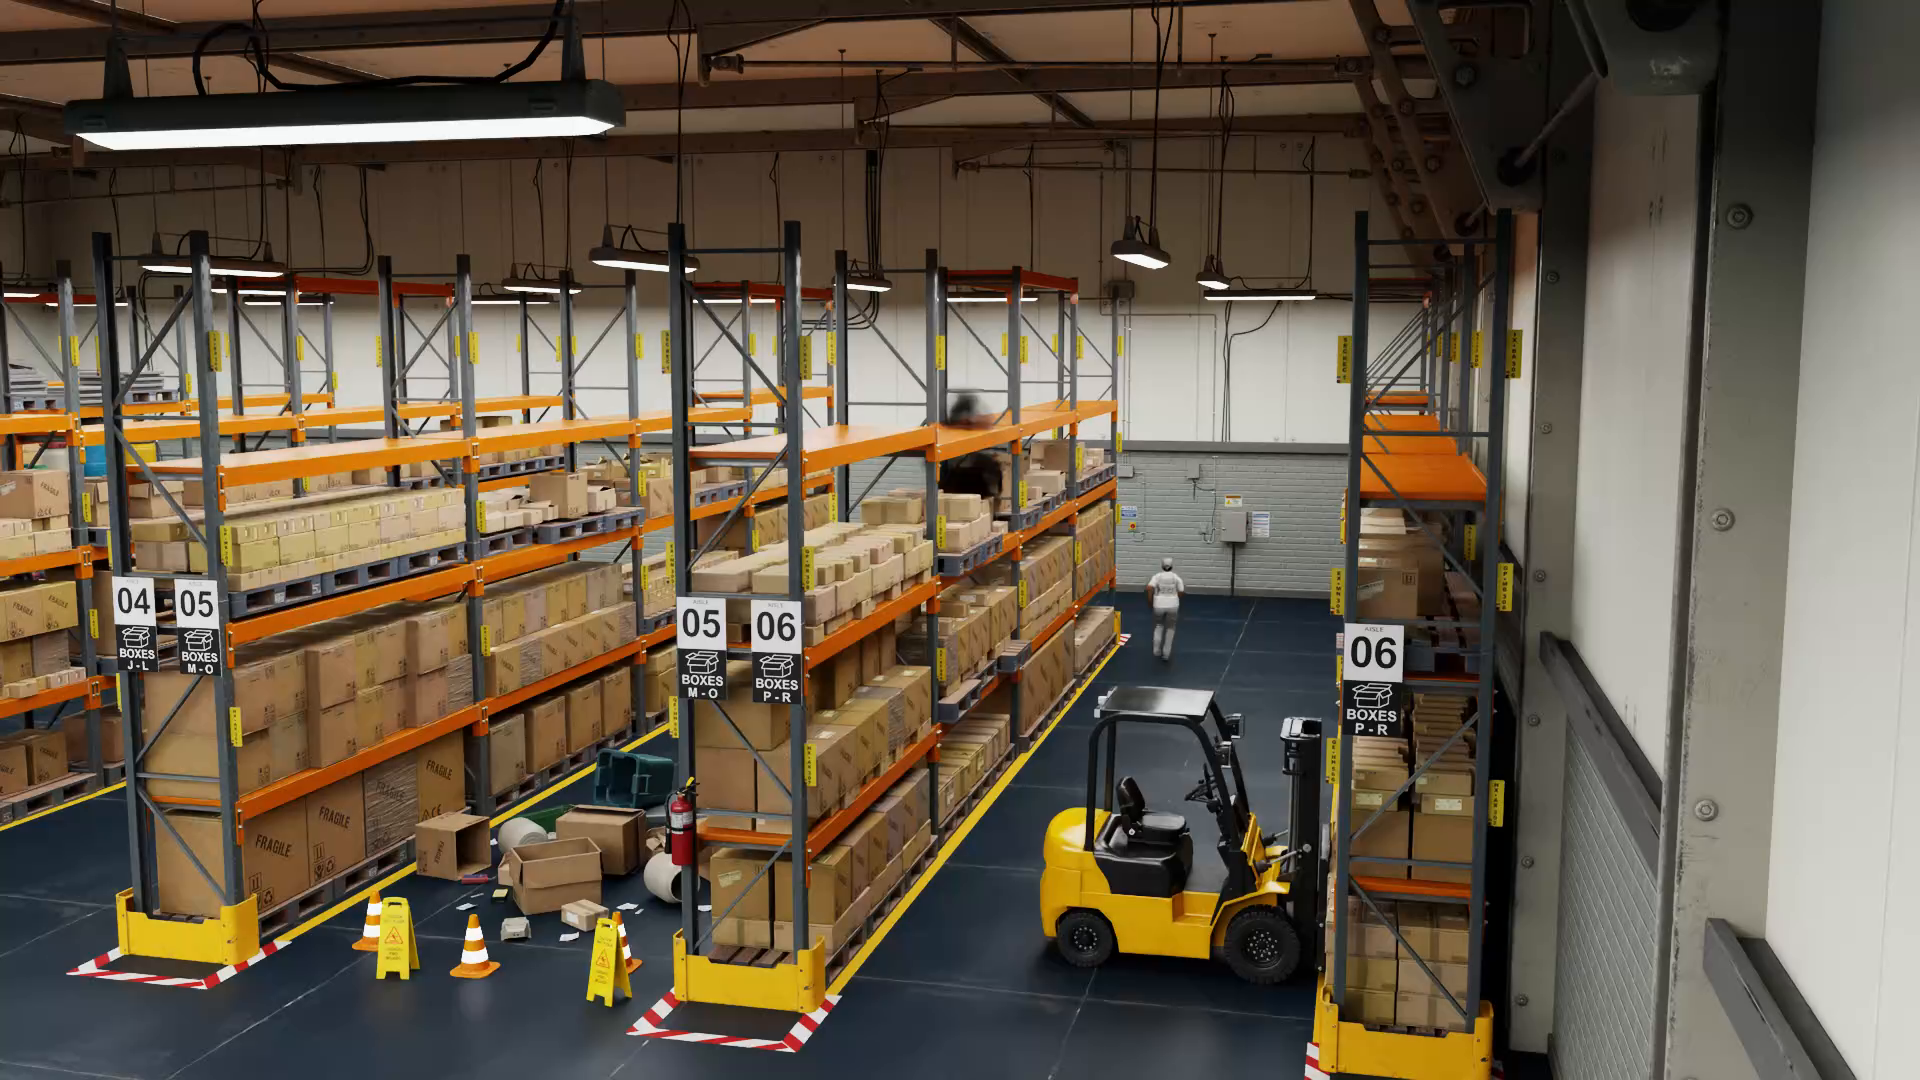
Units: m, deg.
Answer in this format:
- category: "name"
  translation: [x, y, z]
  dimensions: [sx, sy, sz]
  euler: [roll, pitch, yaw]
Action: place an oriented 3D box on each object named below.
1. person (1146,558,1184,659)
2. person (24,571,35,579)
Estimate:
- category: "person"
  translation: [3.311, 1.087, 26.811]
  dimensions: [0.590, 1.629, 0.593]
  euler: [2, 7, 12]
- category: "person"
  translation: [-15.948, 0.950, 28.294]
  dimensions: [0.537, 1.549, 0.594]
  euler: [0, 7, 2]
